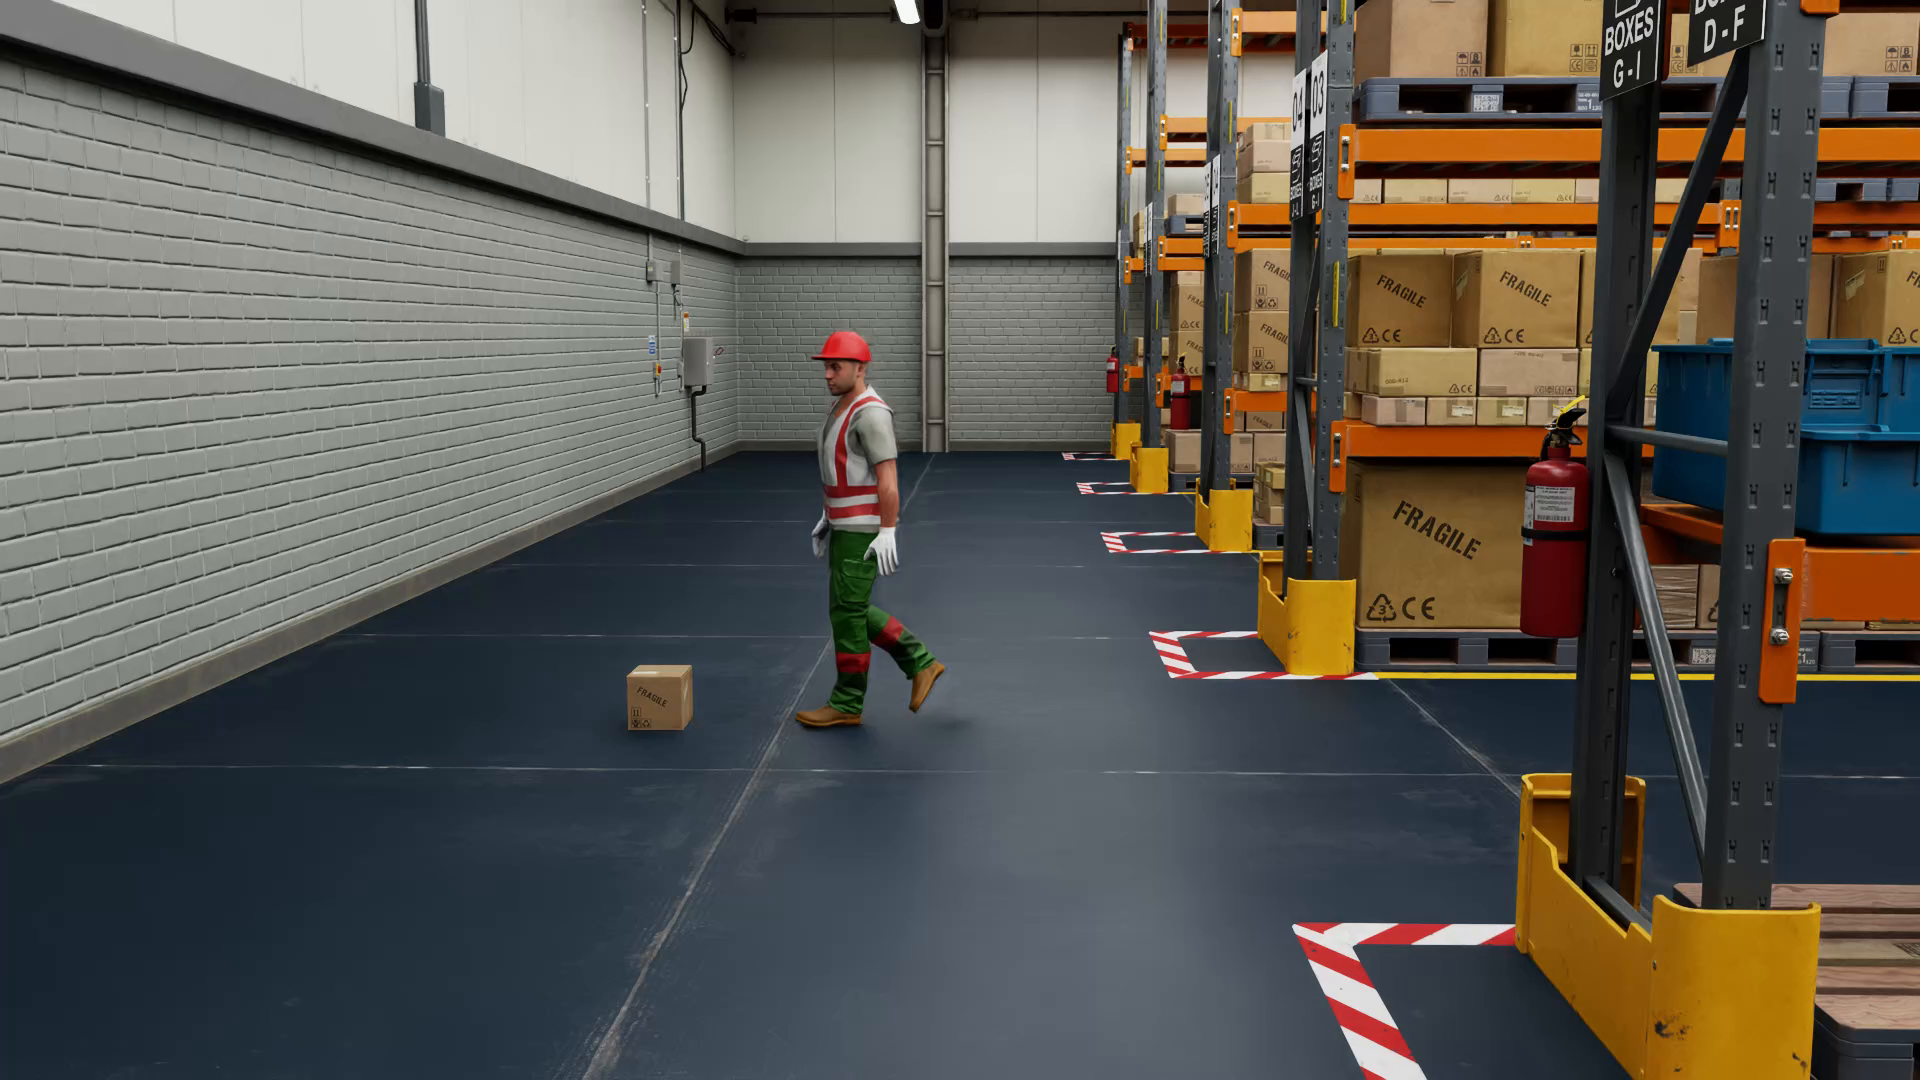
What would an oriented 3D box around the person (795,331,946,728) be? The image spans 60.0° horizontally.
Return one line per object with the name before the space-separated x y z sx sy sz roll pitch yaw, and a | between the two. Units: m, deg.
person | -0.404 -0.042 7.480 0.689 1.784 0.561 -2 7 -15
